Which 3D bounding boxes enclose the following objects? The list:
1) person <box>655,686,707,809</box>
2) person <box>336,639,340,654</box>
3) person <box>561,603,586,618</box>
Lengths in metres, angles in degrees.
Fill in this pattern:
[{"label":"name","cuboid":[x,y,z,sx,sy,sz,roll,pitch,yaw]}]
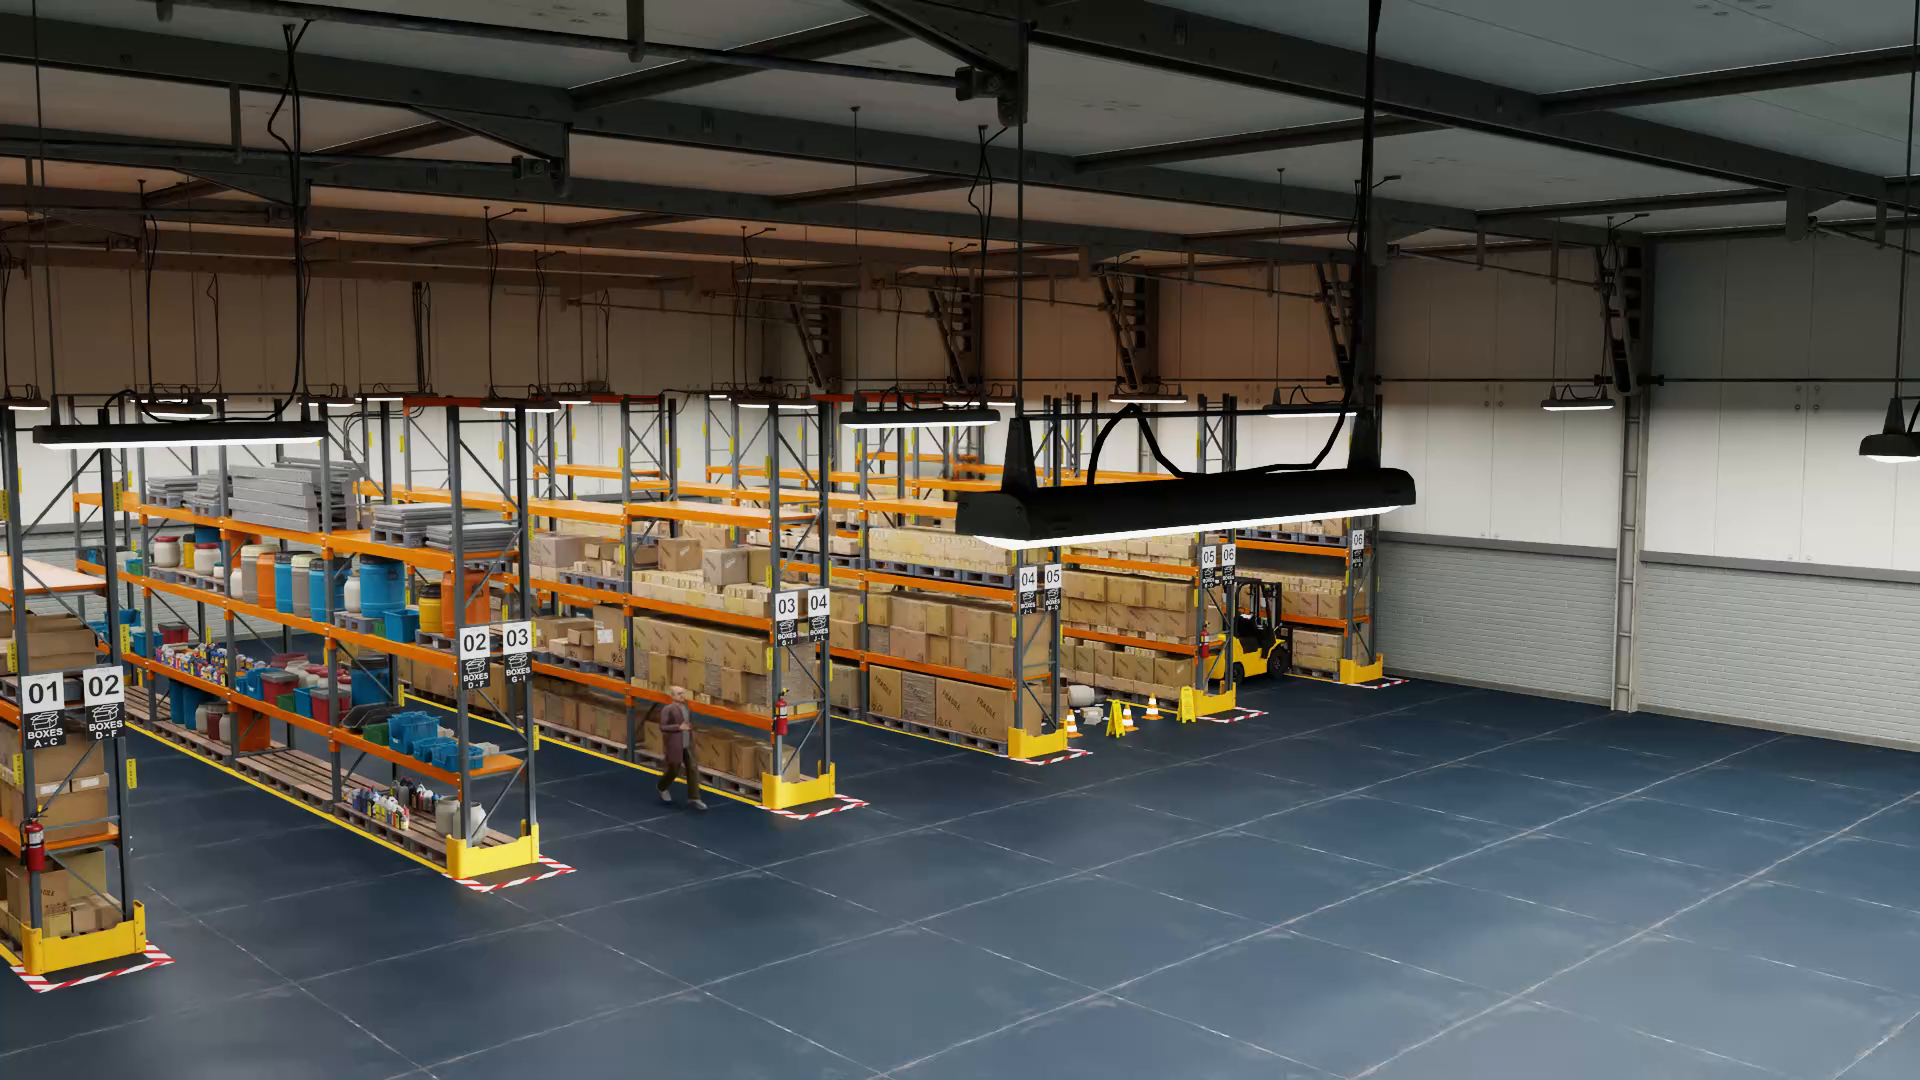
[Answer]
[{"label":"person","cuboid":[-4.135,3.038,24.557,1.014,1.777,0.709,5,7,42]},{"label":"person","cuboid":[-13.873,1.862,37.559,0.854,1.719,0.623,-1,6,-8]},{"label":"person","cuboid":[-9.724,1.557,41.368,0.616,1.655,0.828,5,7,41]}]
